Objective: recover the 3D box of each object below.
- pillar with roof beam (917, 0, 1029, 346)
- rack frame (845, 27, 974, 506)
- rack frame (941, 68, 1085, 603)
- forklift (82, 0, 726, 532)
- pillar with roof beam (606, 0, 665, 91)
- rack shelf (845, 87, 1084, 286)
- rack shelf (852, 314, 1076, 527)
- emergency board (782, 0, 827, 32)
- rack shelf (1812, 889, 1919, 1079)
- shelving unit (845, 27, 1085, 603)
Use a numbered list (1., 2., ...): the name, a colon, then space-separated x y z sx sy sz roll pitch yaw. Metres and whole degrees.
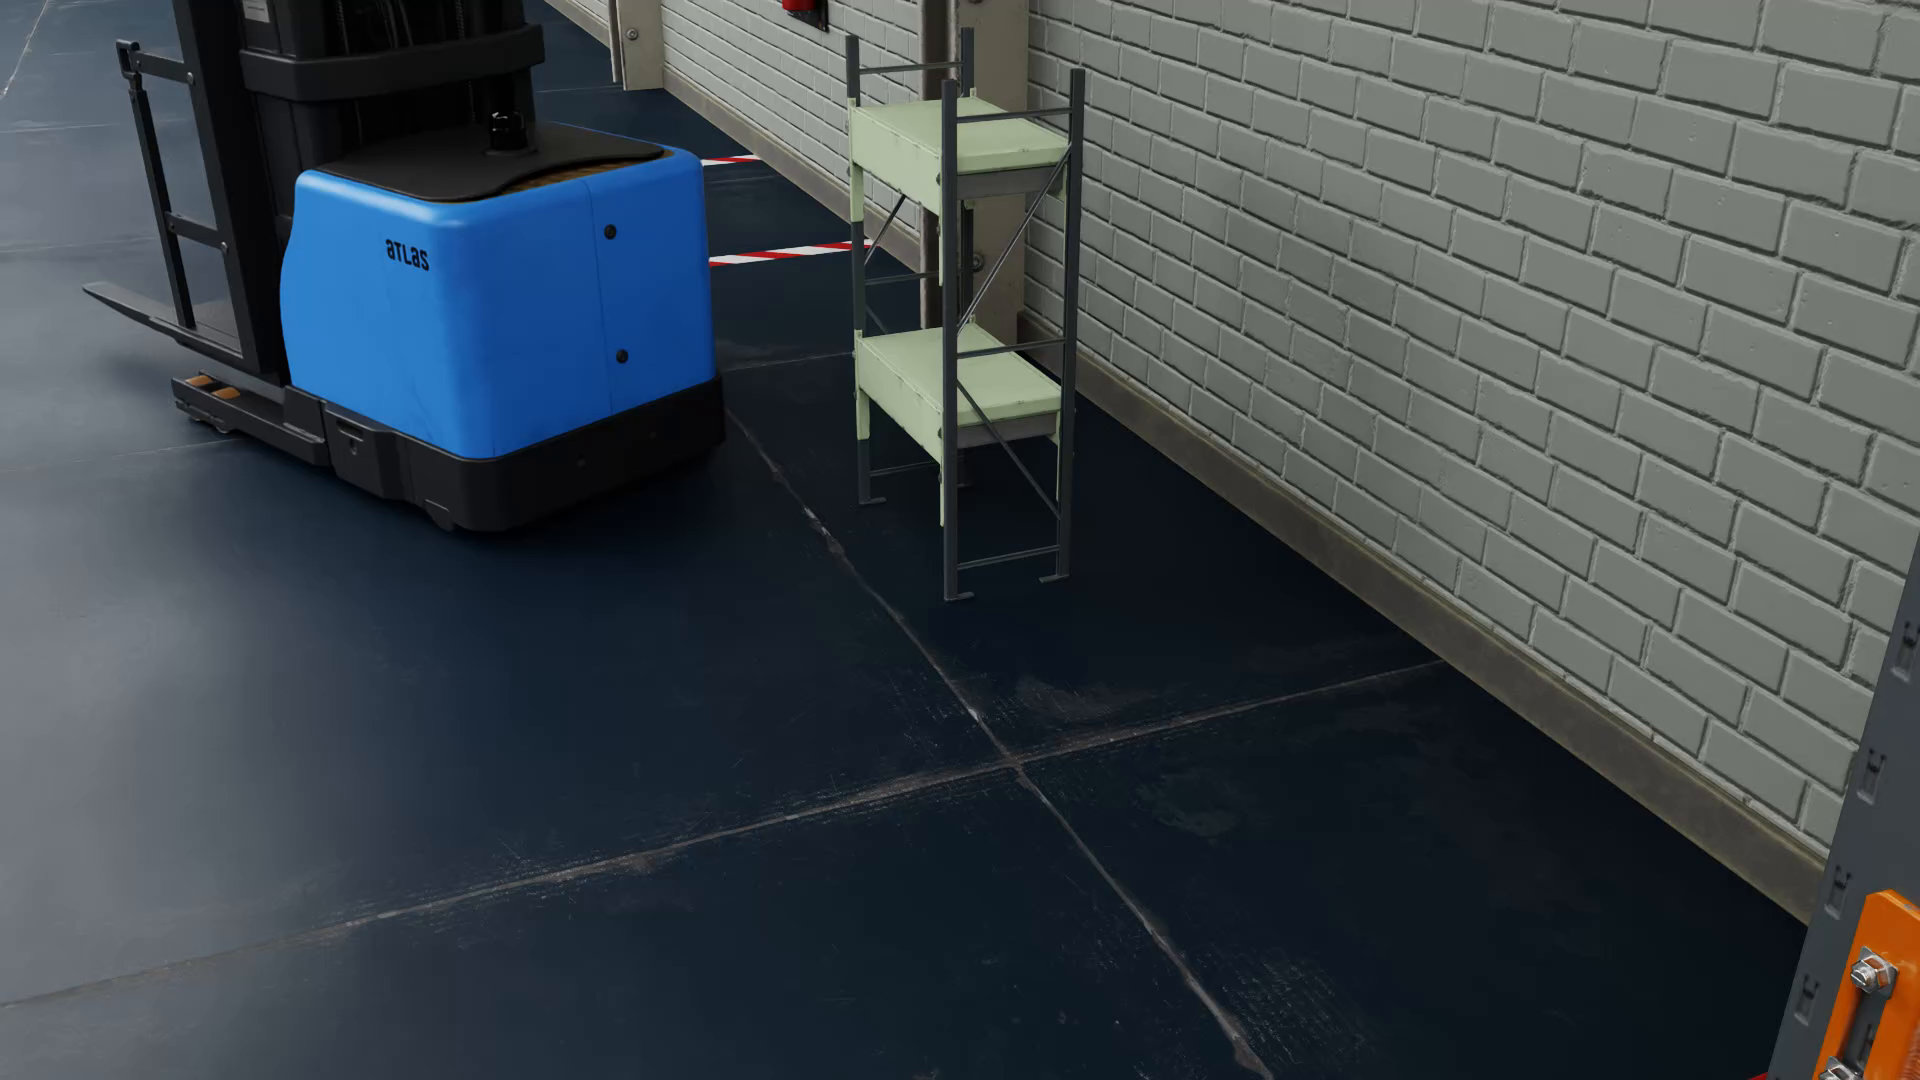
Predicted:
1. pillar with roof beam: -3.912 -4.165 3.524 9.100 9.000 0.400 -11 28 -21
2. rack frame: -0.146 -0.824 5.229 0.400 1.500 0.023 -11 28 -21
3. rack frame: 0.141 -0.529 4.624 0.400 1.500 0.023 -11 28 -21
4. forklift: -2.272 -1.859 5.717 3.031 2.935 1.130 20 32 35
5. pillar with roof beam: -6.262 -6.587 8.485 9.100 9.000 0.400 -11 28 -21
6. rack shelf: -0.003 -1.027 4.755 0.431 0.370 0.720 -11 28 -21
7. rack shelf: -0.003 -0.384 5.069 0.431 0.370 0.720 -11 28 -21
8. emergency board: -0.884 -3.213 8.412 0.194 1.169 0.643 -11 28 -21
9. rack shelf: 2.112 1.210 0.173 1.077 0.370 4.000 -11 28 -21
10. shelving unit: -0.003 -0.677 4.926 0.431 1.500 0.755 -11 28 -21
